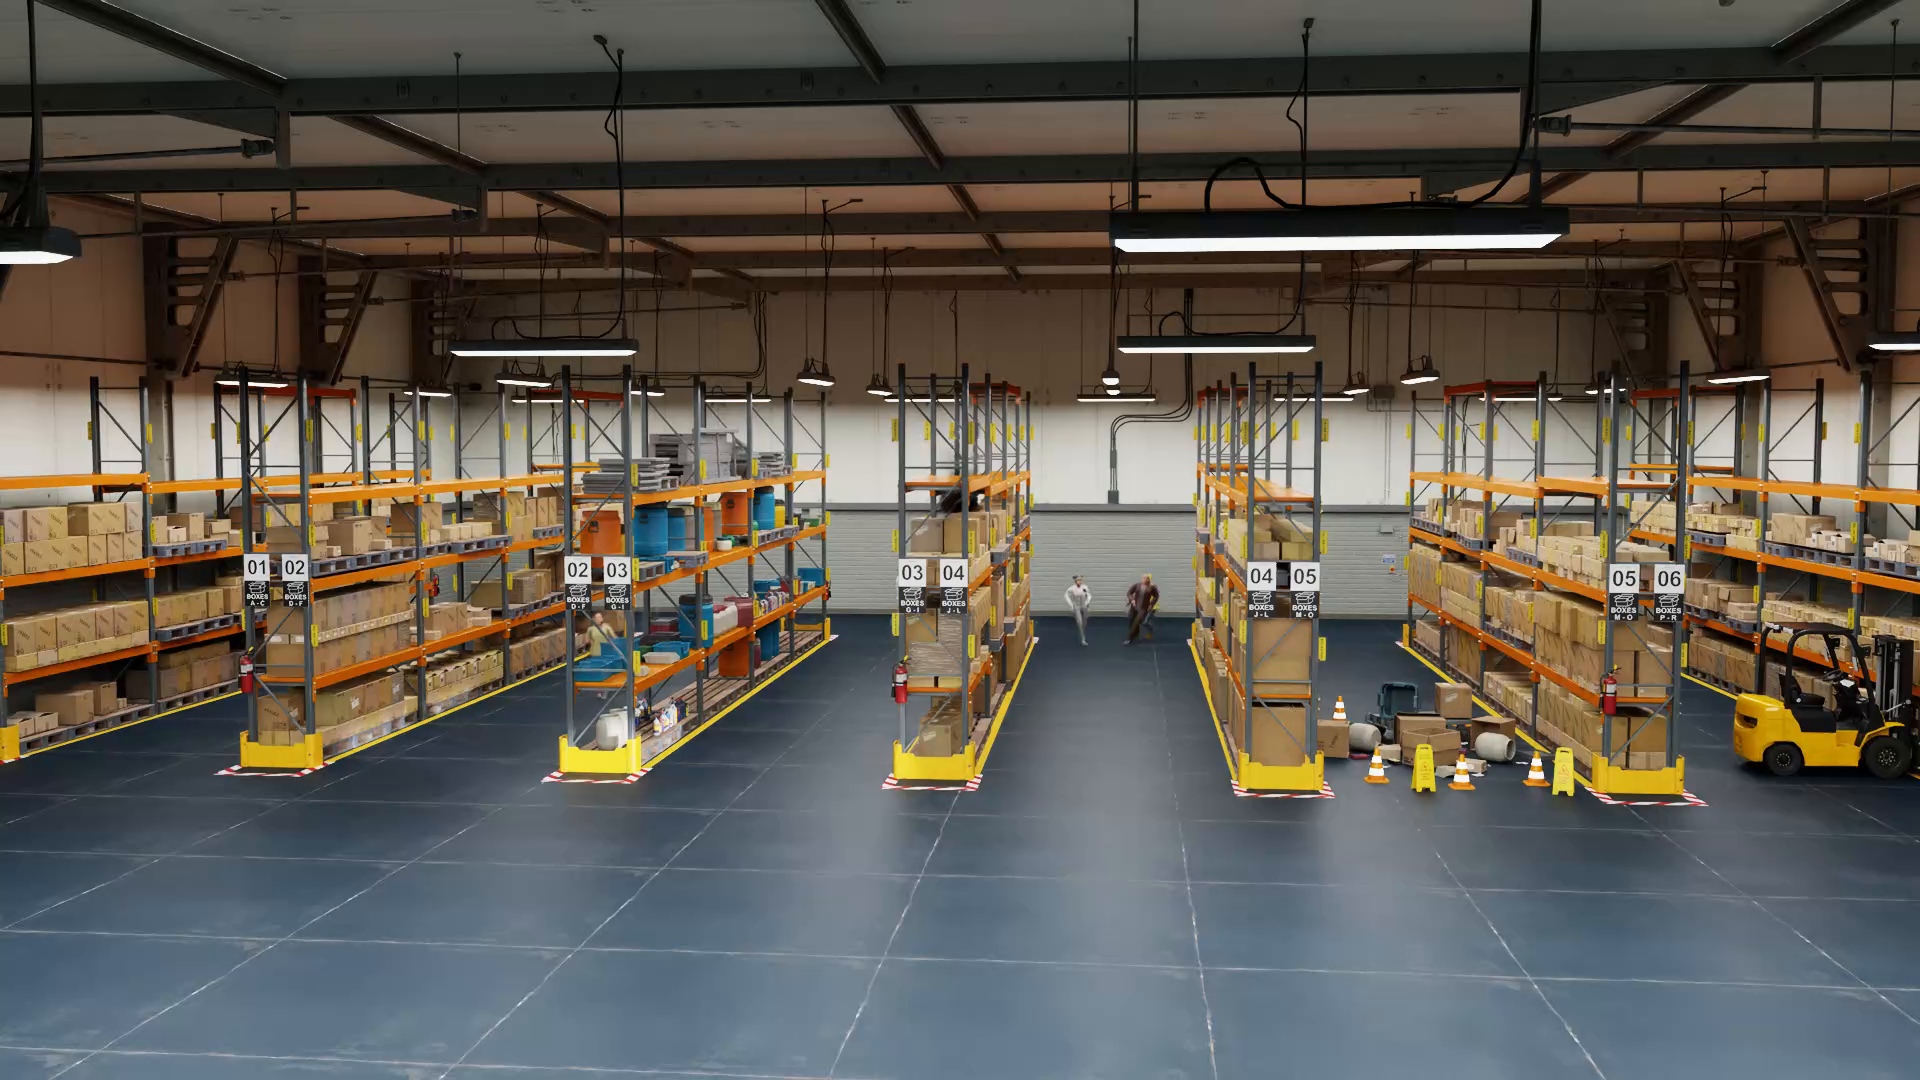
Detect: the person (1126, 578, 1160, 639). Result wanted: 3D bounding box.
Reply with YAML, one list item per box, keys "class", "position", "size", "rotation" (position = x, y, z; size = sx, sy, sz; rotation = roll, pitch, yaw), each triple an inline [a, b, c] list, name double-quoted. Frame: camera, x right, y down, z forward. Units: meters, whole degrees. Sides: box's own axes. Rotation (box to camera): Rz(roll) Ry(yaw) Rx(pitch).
- class: "person"
  position: [4.491, 1.617, 40.351]
  size: [0.536, 1.591, 0.916]
  rotation: [-3, 4, -35]

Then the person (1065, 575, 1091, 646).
- class: "person"
  position: [2.805, 1.639, 39.589]
  size: [0.636, 1.679, 0.807]
  rotation: [0, 4, -2]

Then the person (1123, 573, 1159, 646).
- class: "person"
  position: [4.311, 1.629, 39.376]
  size: [0.755, 1.702, 0.954]
  rotation: [1, 4, 21]

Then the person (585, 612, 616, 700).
- class: "person"
  position: [-6.753, 2.173, 31.168]
  size: [0.562, 1.656, 0.595]
  rotation: [0, 4, -6]
